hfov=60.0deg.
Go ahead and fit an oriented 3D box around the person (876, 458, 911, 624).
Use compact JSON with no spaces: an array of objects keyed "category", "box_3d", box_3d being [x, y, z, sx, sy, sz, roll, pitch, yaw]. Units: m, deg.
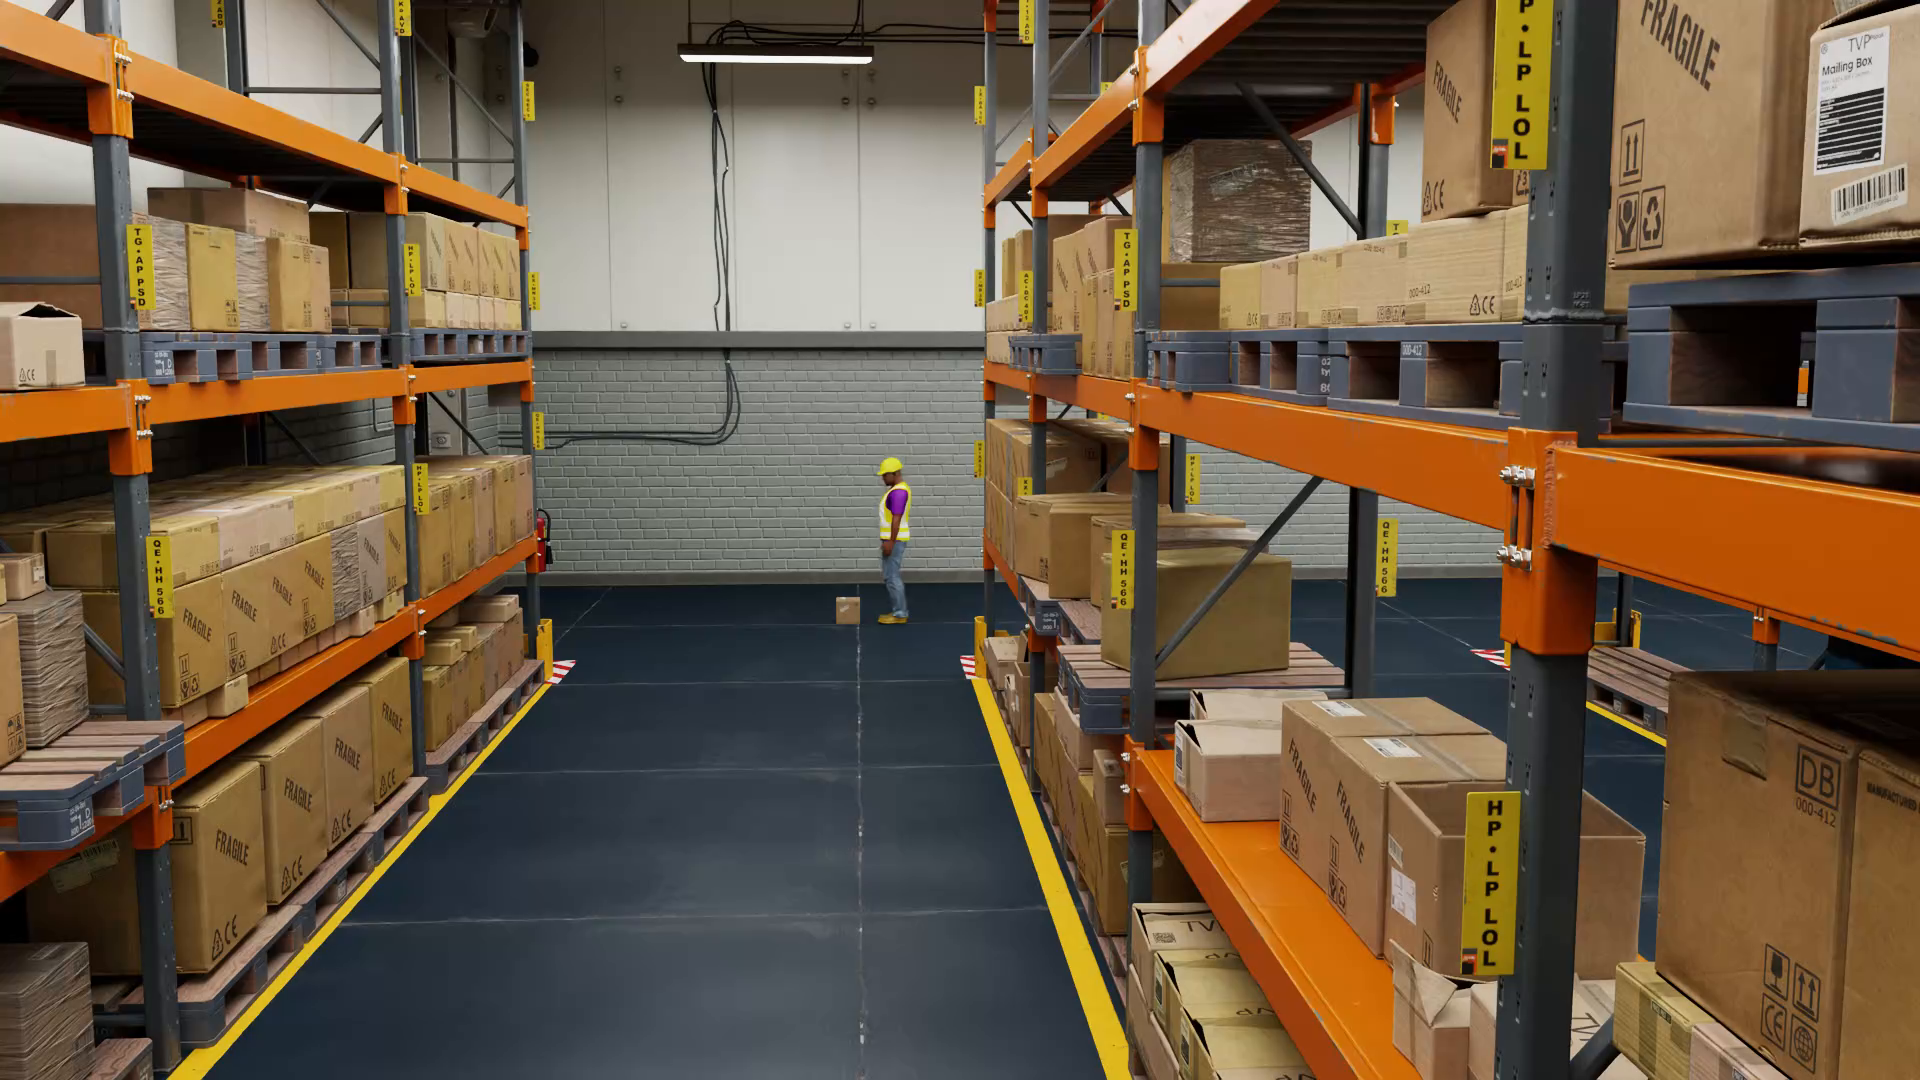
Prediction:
[{"category":"person","box_3d":[-0.699,0.004,17.637,0.368,1.760,0.568,0,7,-3]}]
